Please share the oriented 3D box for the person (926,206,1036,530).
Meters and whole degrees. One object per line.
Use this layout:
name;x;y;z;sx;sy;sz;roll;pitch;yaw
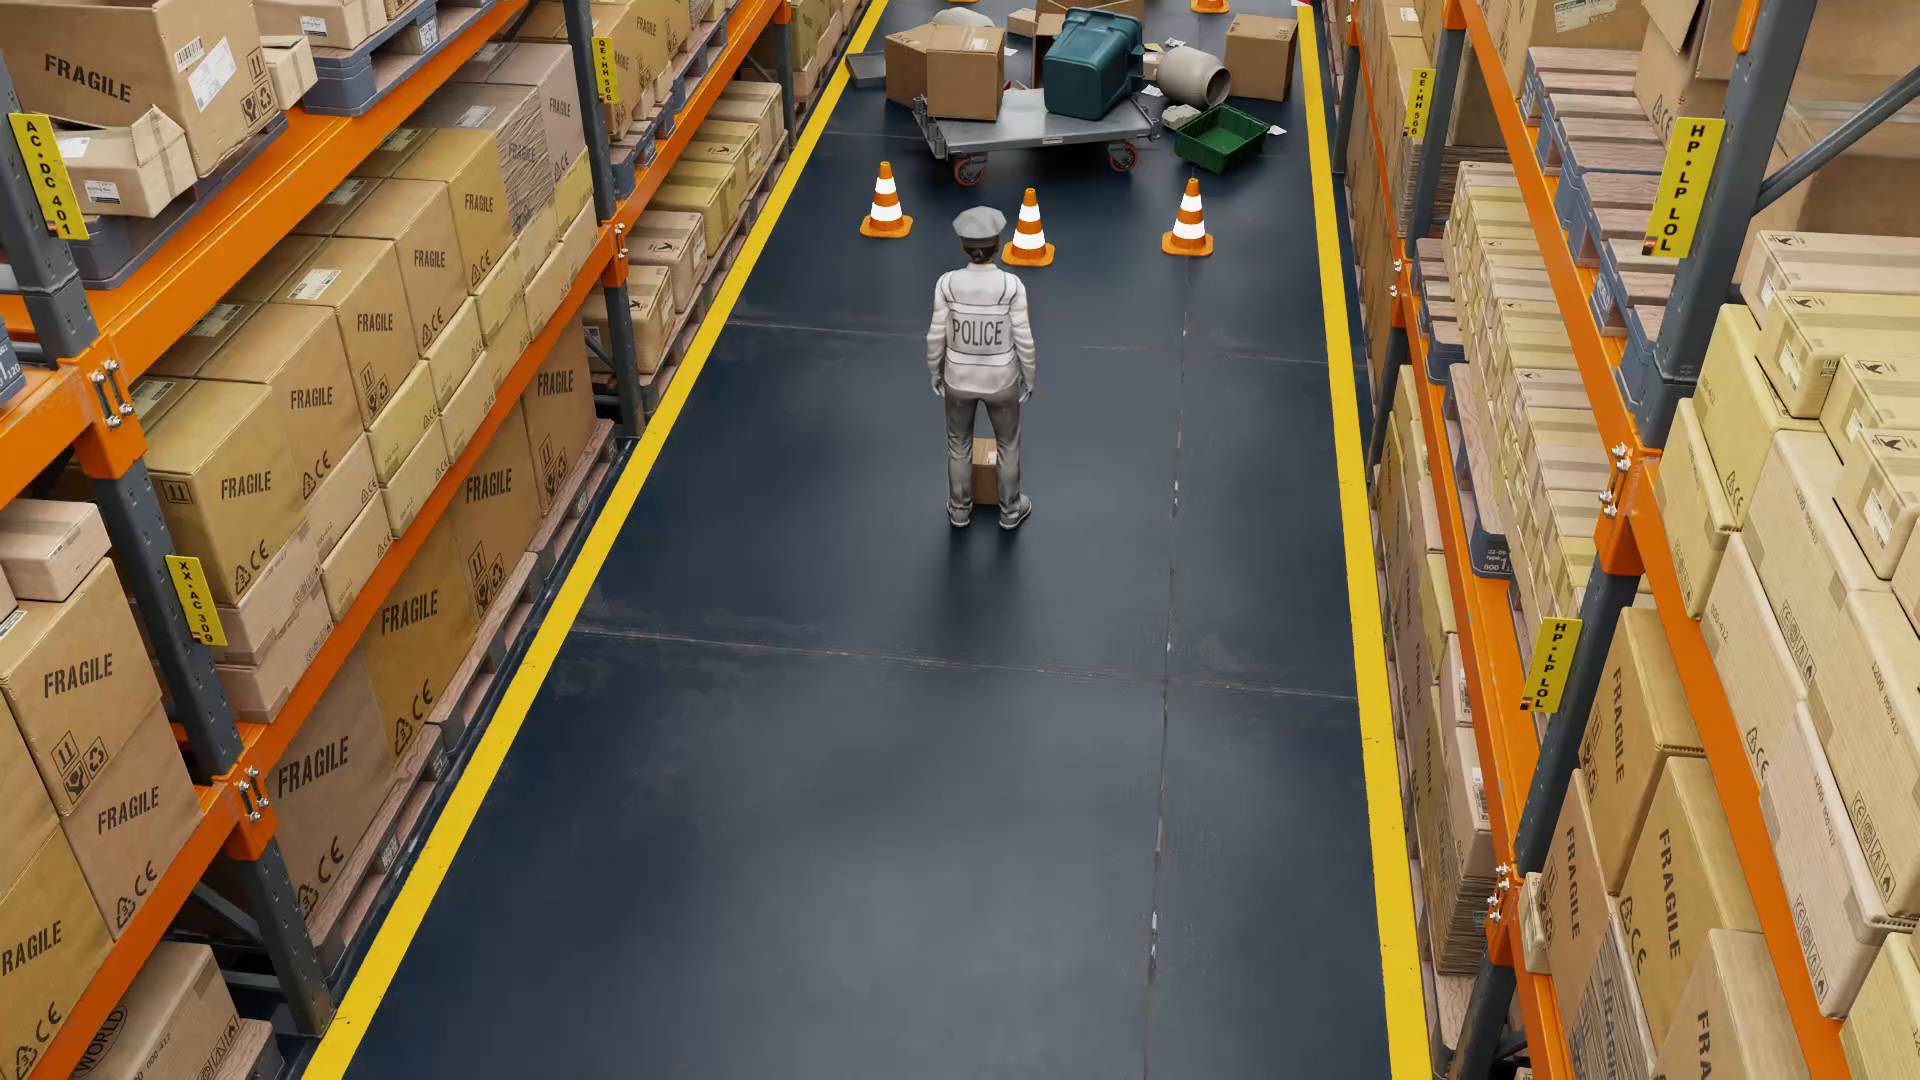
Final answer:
person;0.112;-0.787;8.104;0.515;1.663;0.371;5;37;6
